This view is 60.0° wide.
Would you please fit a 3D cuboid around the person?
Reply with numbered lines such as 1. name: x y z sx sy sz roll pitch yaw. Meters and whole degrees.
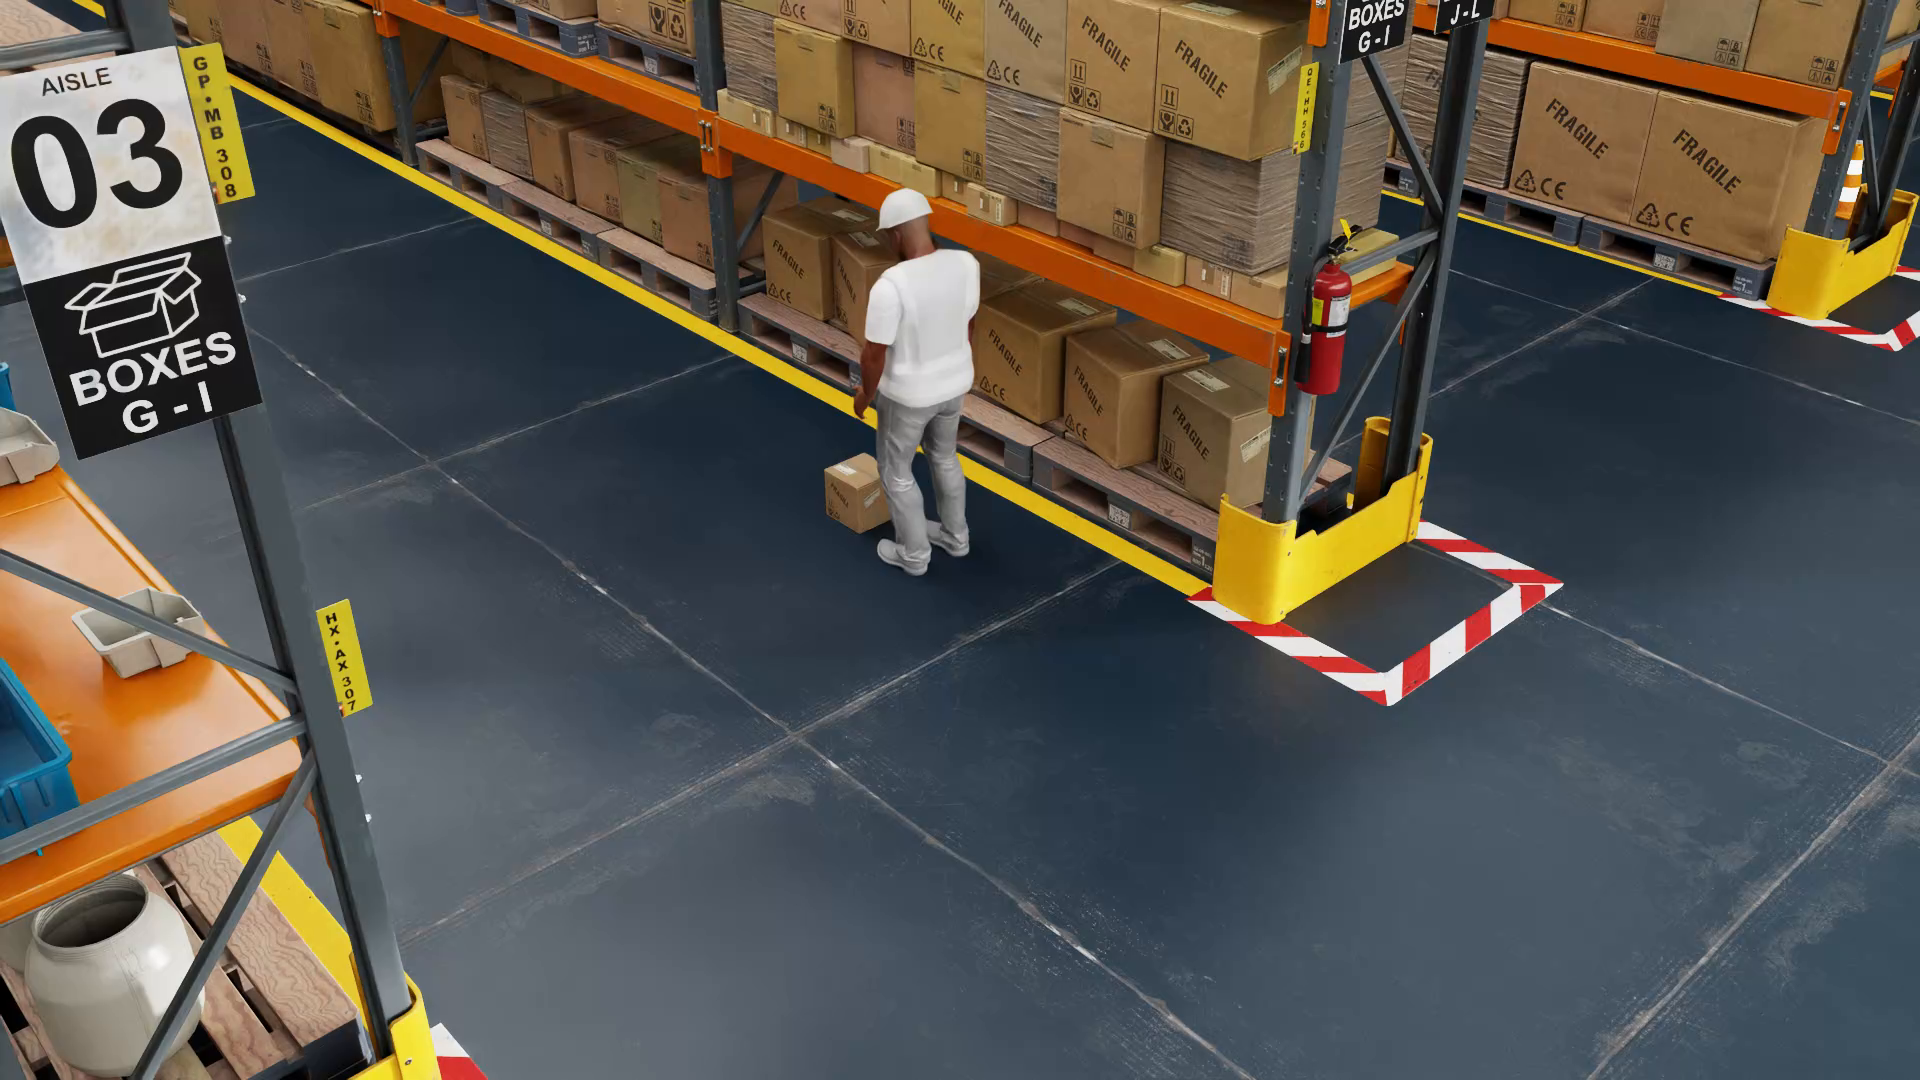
1. person: -0.188 -0.670 7.226 0.578 1.743 0.397 -22 38 -32
